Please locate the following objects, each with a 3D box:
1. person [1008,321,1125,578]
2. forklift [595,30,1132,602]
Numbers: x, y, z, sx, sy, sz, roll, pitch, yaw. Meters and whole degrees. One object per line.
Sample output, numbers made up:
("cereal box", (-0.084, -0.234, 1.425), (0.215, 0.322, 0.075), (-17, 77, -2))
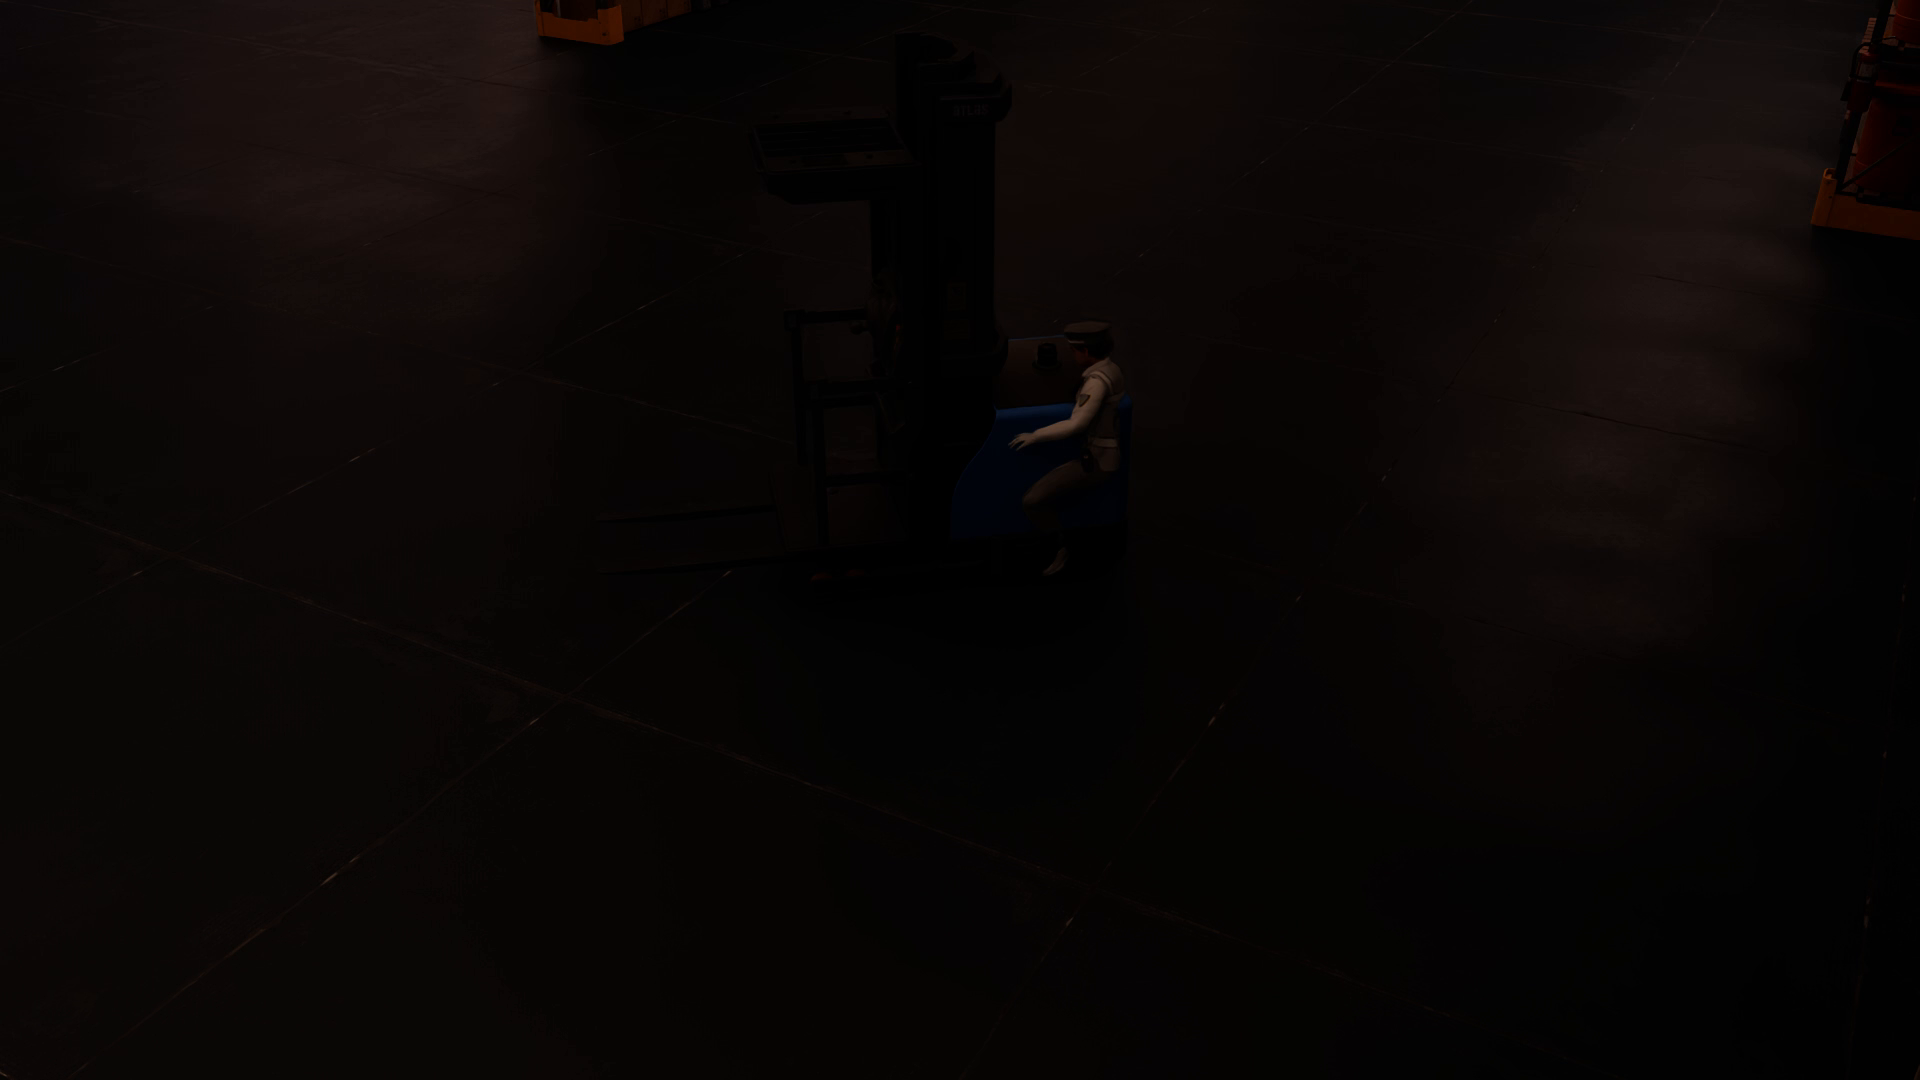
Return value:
("person", (0.590, -0.555, 9.472), (0.711, 1.443, 0.890), (9, 31, 16))
("forklift", (-0.598, -1.206, 9.161), (3.031, 2.935, 1.130), (-6, 30, -10))
